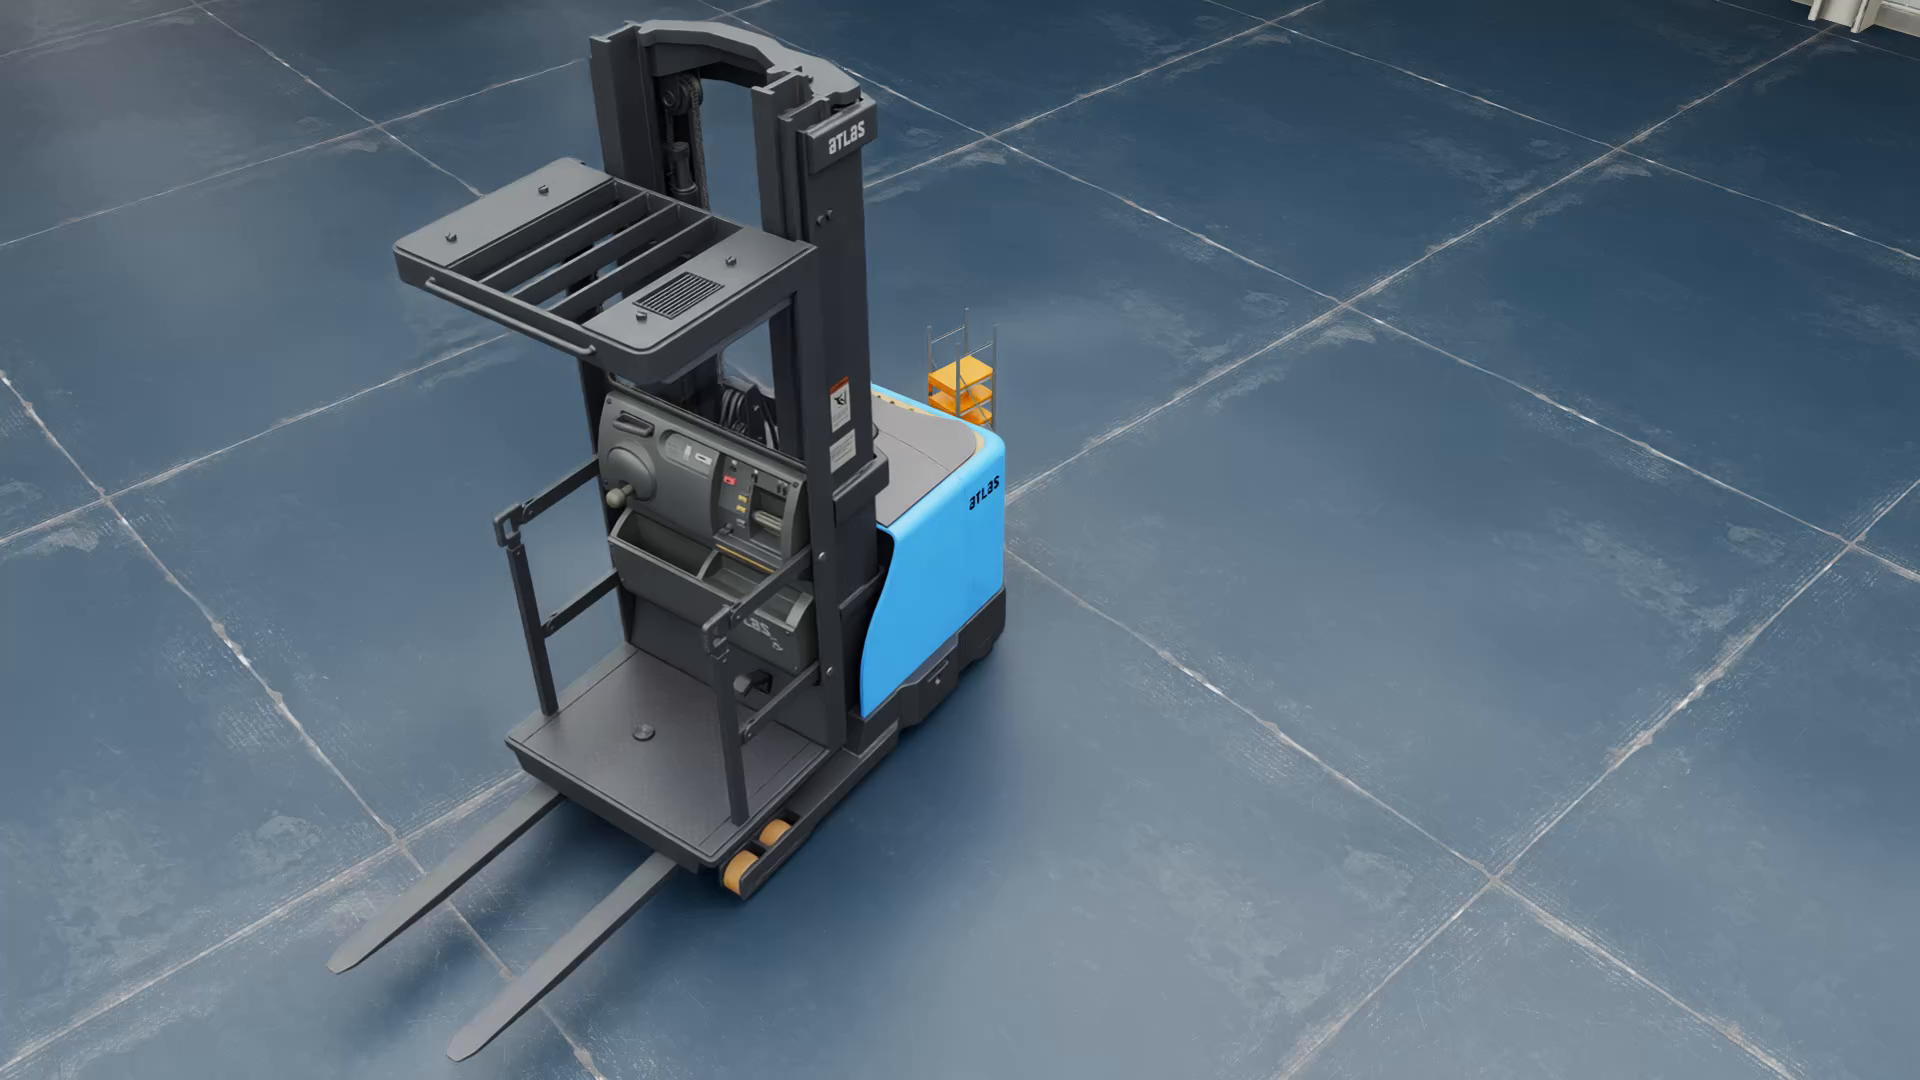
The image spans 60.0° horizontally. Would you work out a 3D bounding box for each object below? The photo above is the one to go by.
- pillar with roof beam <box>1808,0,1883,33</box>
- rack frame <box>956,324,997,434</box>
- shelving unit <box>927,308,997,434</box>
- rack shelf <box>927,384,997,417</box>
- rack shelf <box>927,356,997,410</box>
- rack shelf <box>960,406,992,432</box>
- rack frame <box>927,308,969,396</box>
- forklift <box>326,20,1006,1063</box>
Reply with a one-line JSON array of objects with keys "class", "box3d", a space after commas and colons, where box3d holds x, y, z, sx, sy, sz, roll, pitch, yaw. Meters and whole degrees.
[{"class": "pillar with roof beam", "box3d": [3.705, -5.723, 7.882, 9.100, 9.000, 0.400, -30, 48, -32]}, {"class": "rack frame", "box3d": [0.072, -0.418, 7.520, 0.240, 1.200, 0.006, -30, 48, -32]}, {"class": "shelving unit", "box3d": [0.010, -0.460, 7.573, 0.258, 1.200, 0.189, -30, 48, -32]}, {"class": "rack shelf", "box3d": [0.010, -0.612, 7.450, 0.258, 0.103, 0.180, -30, 48, -32]}, {"class": "rack shelf", "box3d": [0.010, -0.706, 7.374, 0.258, 0.103, 0.180, -30, 48, -32]}, {"class": "rack shelf", "box3d": [0.010, -0.519, 7.525, 0.258, 0.103, 0.180, -30, 48, -32]}, {"class": "rack frame", "box3d": [-0.052, -0.502, 7.625, 0.240, 1.200, 0.006, -30, 48, -32]}, {"class": "forklift", "box3d": [-1.058, -0.144, 5.804, 1.130, 2.935, 3.031, 24, 45, 27]}]
